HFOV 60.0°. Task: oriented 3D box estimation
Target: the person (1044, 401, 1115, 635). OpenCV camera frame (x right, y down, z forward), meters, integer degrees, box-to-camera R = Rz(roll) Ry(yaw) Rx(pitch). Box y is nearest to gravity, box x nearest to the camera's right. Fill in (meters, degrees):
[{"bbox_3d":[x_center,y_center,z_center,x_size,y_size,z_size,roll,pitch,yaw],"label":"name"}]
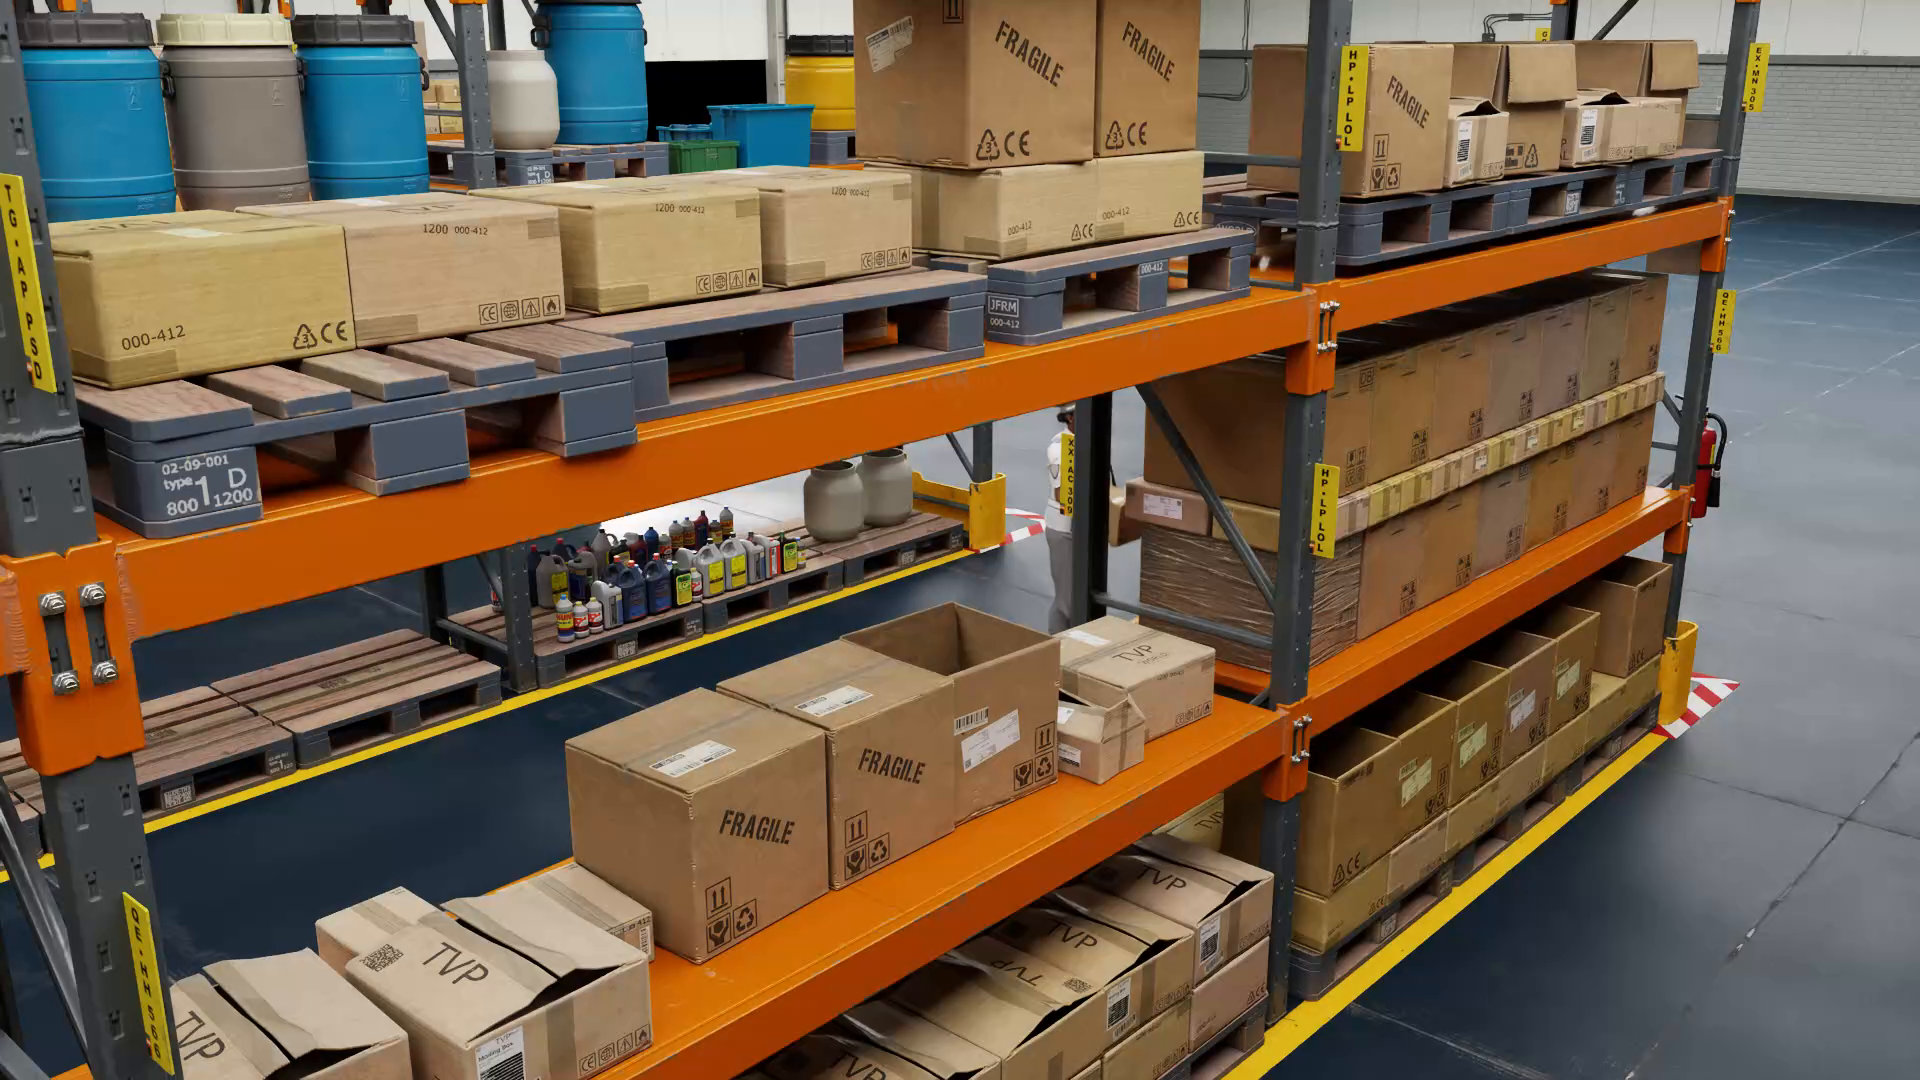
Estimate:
[{"bbox_3d":[0.747,-0.043,9.649,0.508,1.681,0.464,14,22,39],"label":"person"}]
